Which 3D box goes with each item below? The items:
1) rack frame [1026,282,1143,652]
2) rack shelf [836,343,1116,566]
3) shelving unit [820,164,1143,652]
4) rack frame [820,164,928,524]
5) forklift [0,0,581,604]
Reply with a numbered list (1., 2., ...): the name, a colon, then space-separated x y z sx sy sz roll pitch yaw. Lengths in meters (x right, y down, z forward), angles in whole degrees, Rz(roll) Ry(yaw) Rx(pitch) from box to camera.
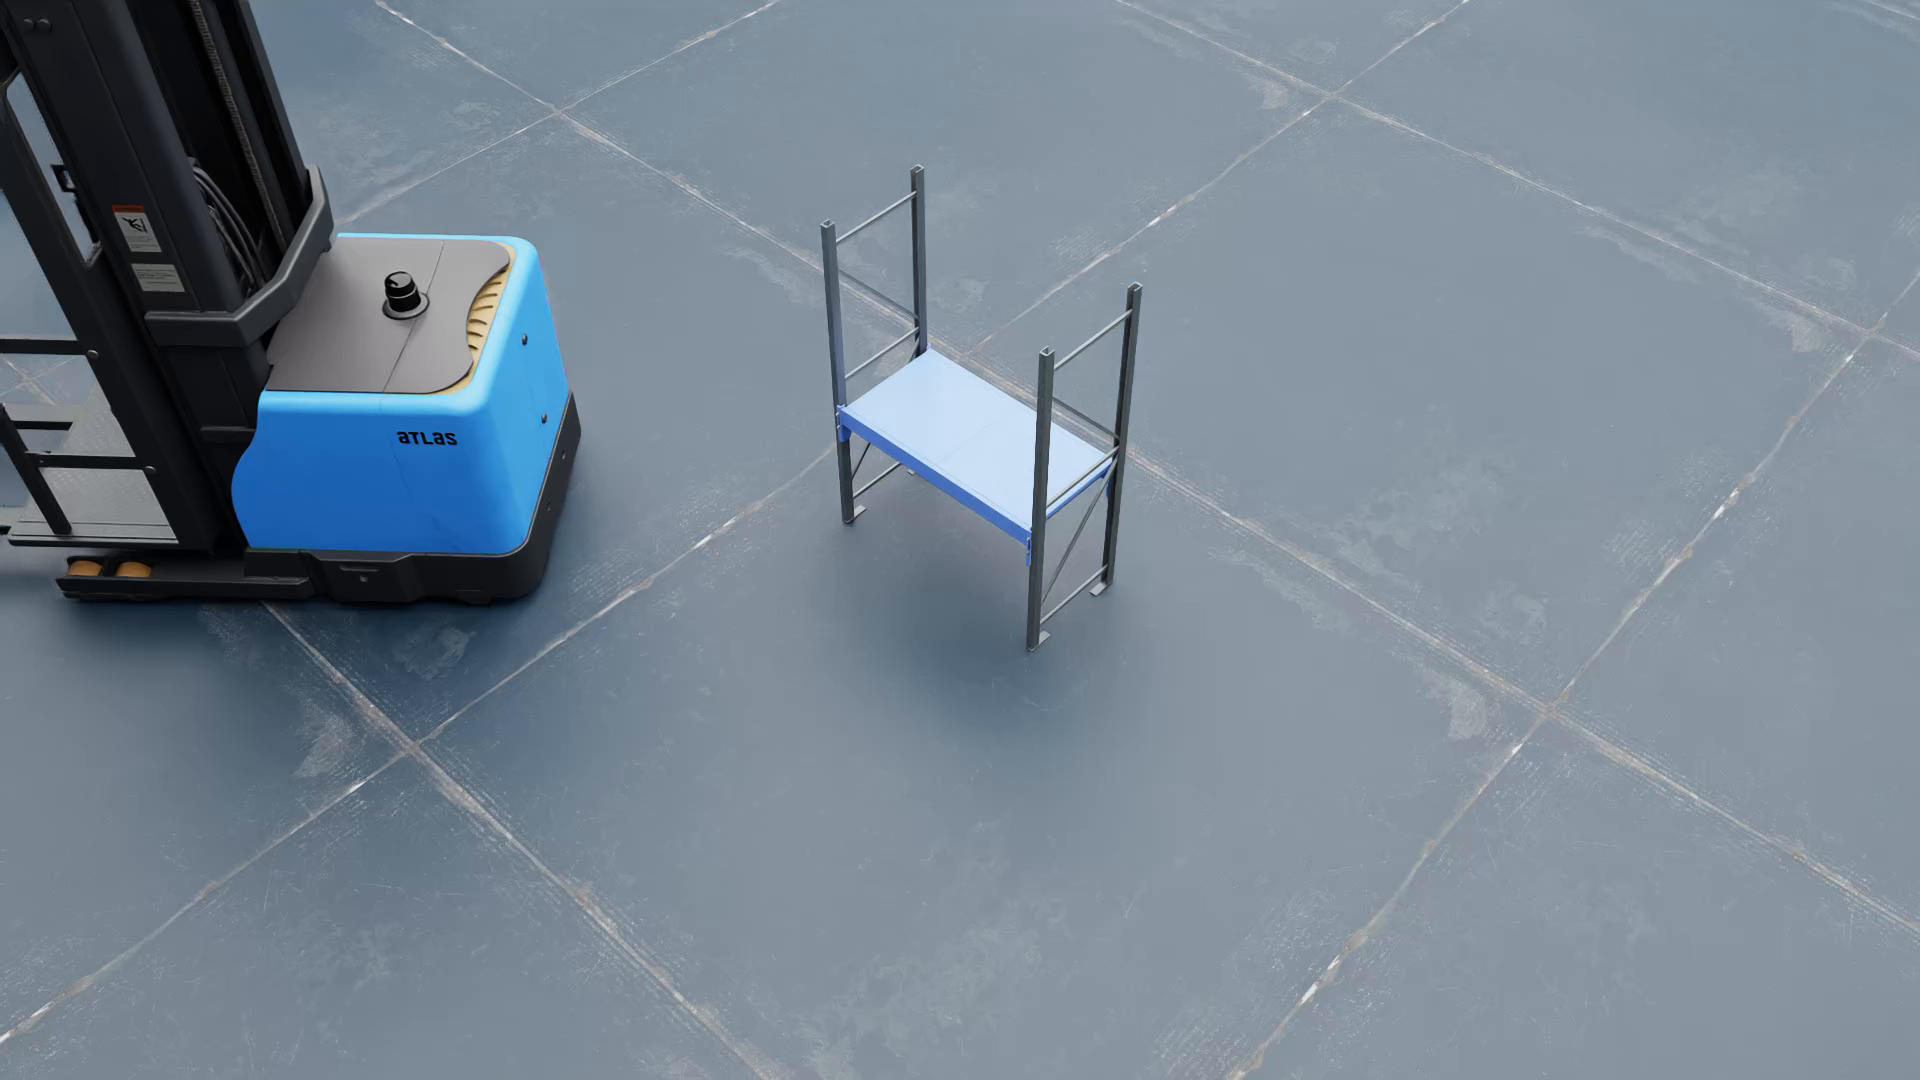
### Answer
1. rack frame: 0.436 -0.220 6.036 0.032 1.500 0.500 34 55 28
2. rack shelf: 0.063 -0.348 6.403 1.000 0.185 0.538 34 55 28
3. shelving unit: 0.063 -0.471 6.272 1.048 1.500 0.538 34 55 28
4. rack frame: -0.311 -0.723 6.508 0.032 1.500 0.500 34 55 28
5. forklift: -3.166 -1.143 5.922 3.031 2.935 1.130 1 47 1
